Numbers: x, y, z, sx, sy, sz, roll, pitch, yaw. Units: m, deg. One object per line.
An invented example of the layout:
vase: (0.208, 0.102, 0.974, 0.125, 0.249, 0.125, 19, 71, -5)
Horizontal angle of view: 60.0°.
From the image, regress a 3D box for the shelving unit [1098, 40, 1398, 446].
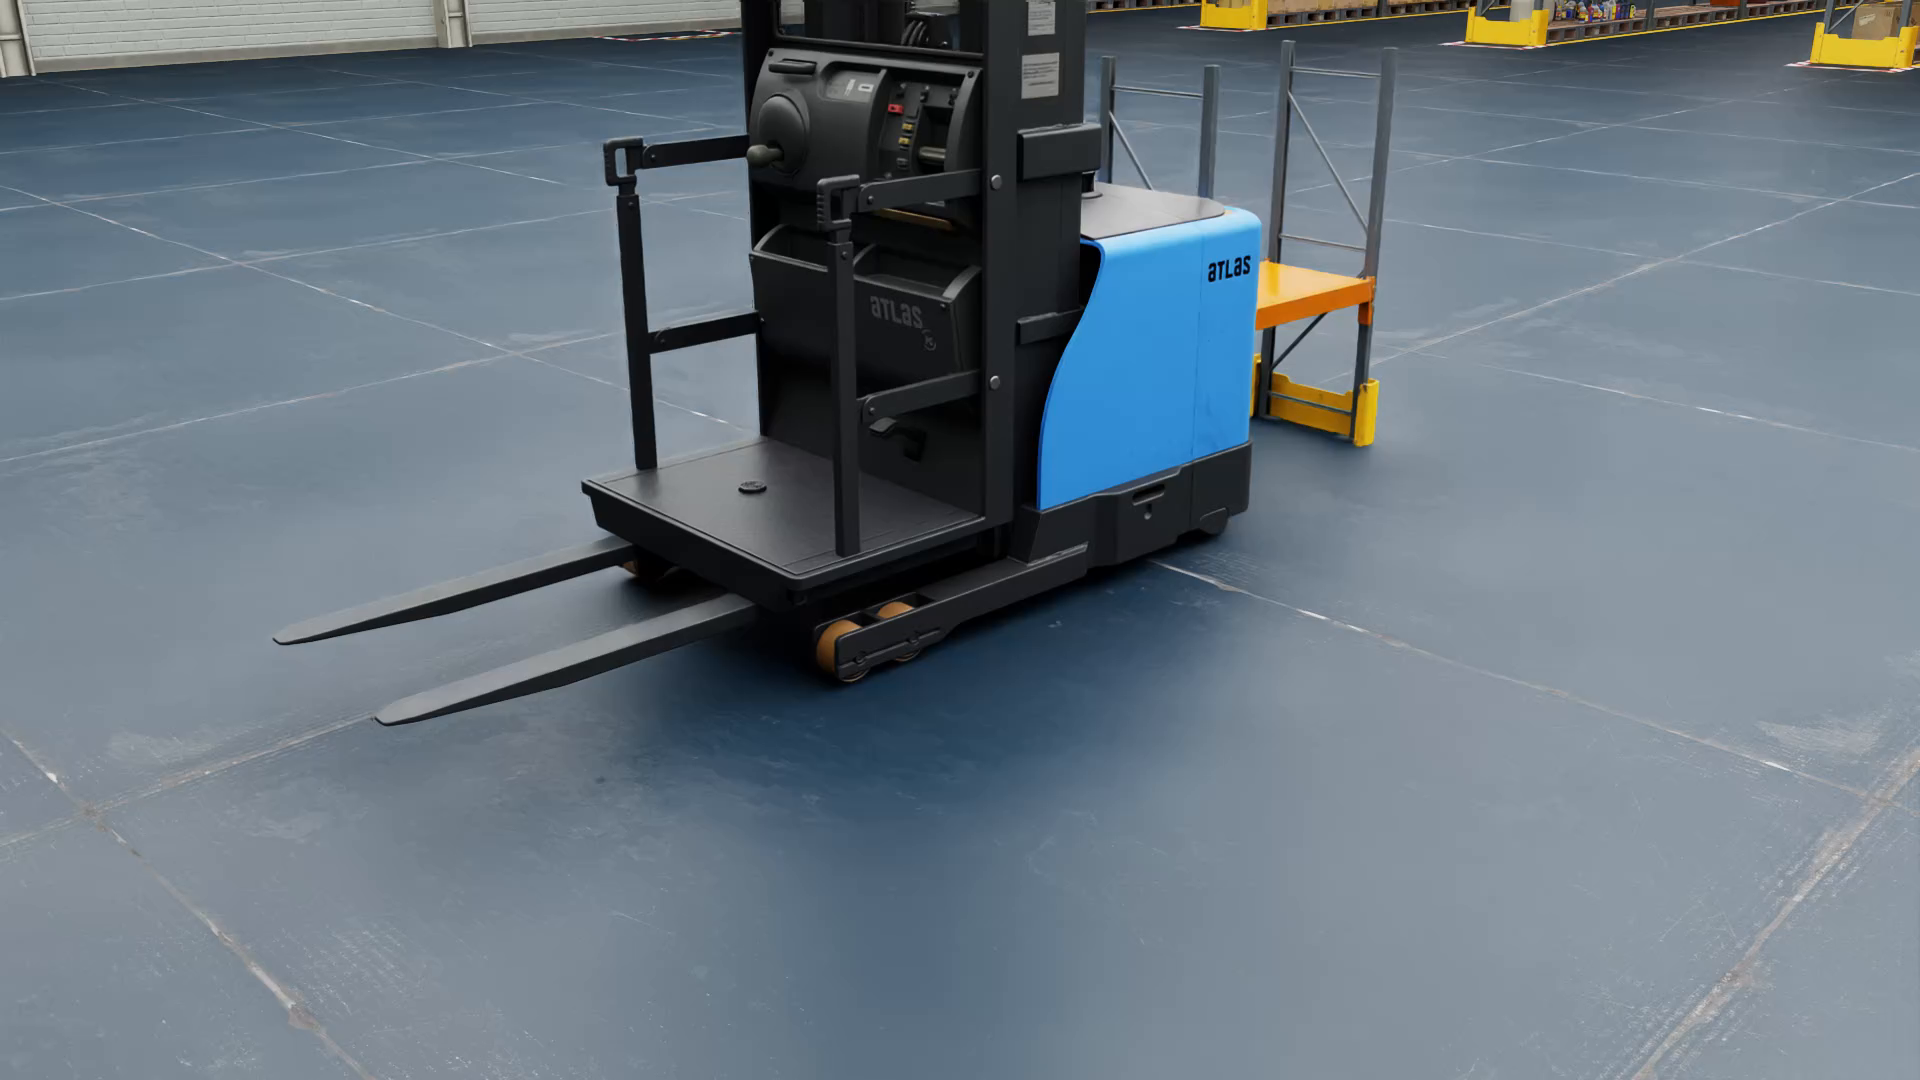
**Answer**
shelving unit: (1.049, -1.033, 6.171, 1.083, 1.500, 0.587, -18, 28, -39)

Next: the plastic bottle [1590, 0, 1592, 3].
plastic bottle: (10.312, -8.730, 27.280, 0.061, 0.283, 0.133, 19, 28, 41)

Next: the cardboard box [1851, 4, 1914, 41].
cardboard box: (12.183, -6.799, 21.981, 0.500, 0.500, 0.500, -14, 25, -32)

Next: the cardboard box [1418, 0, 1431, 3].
cardboard box: (8.607, -10.341, 31.545, 0.500, 0.250, 0.500, 18, 28, 39)

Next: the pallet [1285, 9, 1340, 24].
pallet: (5.995, -9.311, 29.506, 1.003, 0.211, 1.213, 19, 28, 41)

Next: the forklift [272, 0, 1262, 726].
forklift: (-0.441, -1.189, 4.582, 3.031, 2.935, 1.130, -18, 28, -39)

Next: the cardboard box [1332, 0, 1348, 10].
cardboard box: (6.570, -9.602, 29.623, 0.500, 0.250, 0.500, 19, 28, 41)

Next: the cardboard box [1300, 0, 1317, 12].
cardboard box: (5.869, -9.346, 28.957, 0.500, 0.250, 0.500, 19, 28, 41)

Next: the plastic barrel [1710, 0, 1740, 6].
plastic barrel: (14.097, -10.222, 30.429, 0.600, 0.830, 0.708, 19, 28, 41)

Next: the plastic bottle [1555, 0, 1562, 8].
plastic bottle: (9.559, -8.541, 26.694, 0.185, 0.351, 0.144, -19, 28, -40)

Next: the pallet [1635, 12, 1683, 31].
pallet: (11.497, -8.791, 28.153, 1.003, 0.211, 1.213, 19, 28, 41)

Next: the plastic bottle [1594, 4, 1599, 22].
plastic bottle: (9.984, -8.287, 26.143, 0.097, 0.271, 0.097, 0, 21, 0)

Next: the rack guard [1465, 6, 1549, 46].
rack guard: (8.206, -7.718, 24.957, 1.175, 0.500, 0.348, 19, 28, 41)

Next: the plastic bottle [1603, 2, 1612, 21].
plastic bottle: (10.259, -8.404, 26.443, 0.135, 0.276, 0.152, -20, 28, -41)

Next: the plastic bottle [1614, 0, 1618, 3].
plastic bottle: (10.631, -8.648, 26.974, 0.144, 0.351, 0.185, 19, 28, 41)

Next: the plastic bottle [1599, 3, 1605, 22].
plastic bottle: (10.125, -8.339, 26.279, 0.097, 0.271, 0.097, 0, 21, 0)

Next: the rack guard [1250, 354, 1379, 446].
rack guard: (1.415, -0.570, 6.710, 0.087, 0.250, 0.587, -18, 28, -39)

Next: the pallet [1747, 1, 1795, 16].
pallet: (15.139, -10.133, 31.644, 1.003, 0.211, 1.213, 19, 28, 41)

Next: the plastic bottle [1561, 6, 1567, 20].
plastic bottle: (9.676, -8.452, 26.671, 0.097, 0.201, 0.097, 0, 21, 0)

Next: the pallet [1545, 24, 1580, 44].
pallet: (8.777, -7.790, 25.548, 1.003, 0.211, 1.213, 19, 28, 41)

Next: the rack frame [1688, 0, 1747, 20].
rack frame: (13.768, -10.909, 29.777, 1.000, 3.000, 0.127, 19, 28, 41)

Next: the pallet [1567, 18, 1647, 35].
pallet: (10.479, -8.417, 27.180, 1.003, 0.211, 1.213, 19, 28, 41)

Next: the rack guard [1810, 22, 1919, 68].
rack guard: (11.789, -6.466, 21.701, 1.175, 0.500, 0.348, 19, 28, 41)

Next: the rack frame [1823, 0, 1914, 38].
rack frame: (11.736, -7.613, 21.201, 1.000, 3.000, 0.127, 19, 28, 41)

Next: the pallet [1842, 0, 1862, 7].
pallet: (17.894, -11.150, 34.289, 1.003, 0.211, 1.213, 19, 28, 41)

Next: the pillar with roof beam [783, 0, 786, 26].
pillar with roof beam: (-0.144, -11.909, 24.017, 9.100, 9.000, 0.400, 19, 28, 41)

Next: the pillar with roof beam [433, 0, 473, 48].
pillar with roof beam: (-4.330, -10.367, 20.004, 9.100, 9.000, 0.400, 19, 28, 41)

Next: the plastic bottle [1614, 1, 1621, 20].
plastic bottle: (10.517, -8.479, 26.627, 0.133, 0.283, 0.061, -18, 27, -39)

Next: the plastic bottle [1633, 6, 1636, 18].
plastic bottle: (10.947, -8.609, 27.079, 0.097, 0.201, 0.097, 0, 21, 0)

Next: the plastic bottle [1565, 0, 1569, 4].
plastic bottle: (9.840, -8.634, 27.031, 0.133, 0.283, 0.061, -19, 28, -40)

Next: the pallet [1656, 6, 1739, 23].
pallet: (13.199, -9.418, 29.784, 1.003, 0.211, 1.213, 19, 28, 41)

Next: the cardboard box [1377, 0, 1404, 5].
cardboard box: (7.890, -10.076, 30.856, 0.500, 0.250, 0.500, 18, 28, 39)

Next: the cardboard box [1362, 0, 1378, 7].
cardboard box: (7.264, -9.861, 30.295, 0.500, 0.250, 0.500, 19, 28, 41)

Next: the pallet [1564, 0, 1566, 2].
pallet: (12.471, -11.658, 35.612, 1.003, 0.211, 1.213, 19, 28, 41)

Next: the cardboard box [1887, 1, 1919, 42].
cardboard box: (13.026, -7.117, 22.810, 0.500, 0.500, 0.500, -17, 27, -37)

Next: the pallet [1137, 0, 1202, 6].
pallet: (4.421, -11.260, 34.575, 1.003, 0.211, 1.213, 19, 28, 41)

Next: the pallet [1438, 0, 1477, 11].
pallet: (9.619, -10.647, 32.980, 1.003, 0.211, 1.213, 19, 28, 41)

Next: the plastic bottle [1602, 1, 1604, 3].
plastic bottle: (10.284, -8.468, 26.597, 0.061, 0.283, 0.133, 19, 28, 41)

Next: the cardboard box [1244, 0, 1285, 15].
cardboard box: (5.174, -9.088, 28.286, 0.500, 0.250, 0.500, 19, 28, 41)

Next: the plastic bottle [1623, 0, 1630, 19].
plastic bottle: (10.735, -8.612, 26.880, 0.144, 0.351, 0.185, 18, 28, 39)

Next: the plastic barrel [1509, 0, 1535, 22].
plastic barrel: (8.591, -8.076, 25.288, 0.421, 0.512, 0.421, 0, 21, 0)

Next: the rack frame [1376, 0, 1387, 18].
rack frame: (7.431, -11.122, 30.330, 1.000, 3.000, 0.127, 19, 28, 41)

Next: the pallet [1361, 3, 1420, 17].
pallet: (7.917, -10.019, 31.348, 1.003, 0.211, 1.213, 19, 28, 41)

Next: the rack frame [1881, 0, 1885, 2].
rack frame: (19.349, -12.966, 35.127, 1.000, 3.000, 0.127, 19, 28, 41)

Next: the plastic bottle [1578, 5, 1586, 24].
plastic bottle: (9.675, -8.173, 25.847, 0.097, 0.271, 0.097, 0, 21, 0)

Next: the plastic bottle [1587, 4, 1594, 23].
plastic bottle: (9.846, -8.232, 25.984, 0.133, 0.283, 0.061, -20, 28, -41)

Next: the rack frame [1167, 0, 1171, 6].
rack frame: (3.879, -12.361, 33.553, 1.000, 3.000, 0.127, 19, 28, 41)

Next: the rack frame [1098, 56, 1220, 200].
rack frame: (0.668, -0.907, 5.844, 0.032, 1.500, 0.500, -18, 28, -39)

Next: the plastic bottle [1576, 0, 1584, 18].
plastic bottle: (10.102, -8.642, 27.067, 0.097, 0.271, 0.097, 0, 21, 0)

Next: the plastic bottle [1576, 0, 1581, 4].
plastic bottle: (10.117, -8.746, 27.229, 0.185, 0.351, 0.144, -19, 28, -41)

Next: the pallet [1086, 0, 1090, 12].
pallet: (1.734, -10.250, 31.949, 1.003, 0.211, 1.213, 19, 28, 41)
